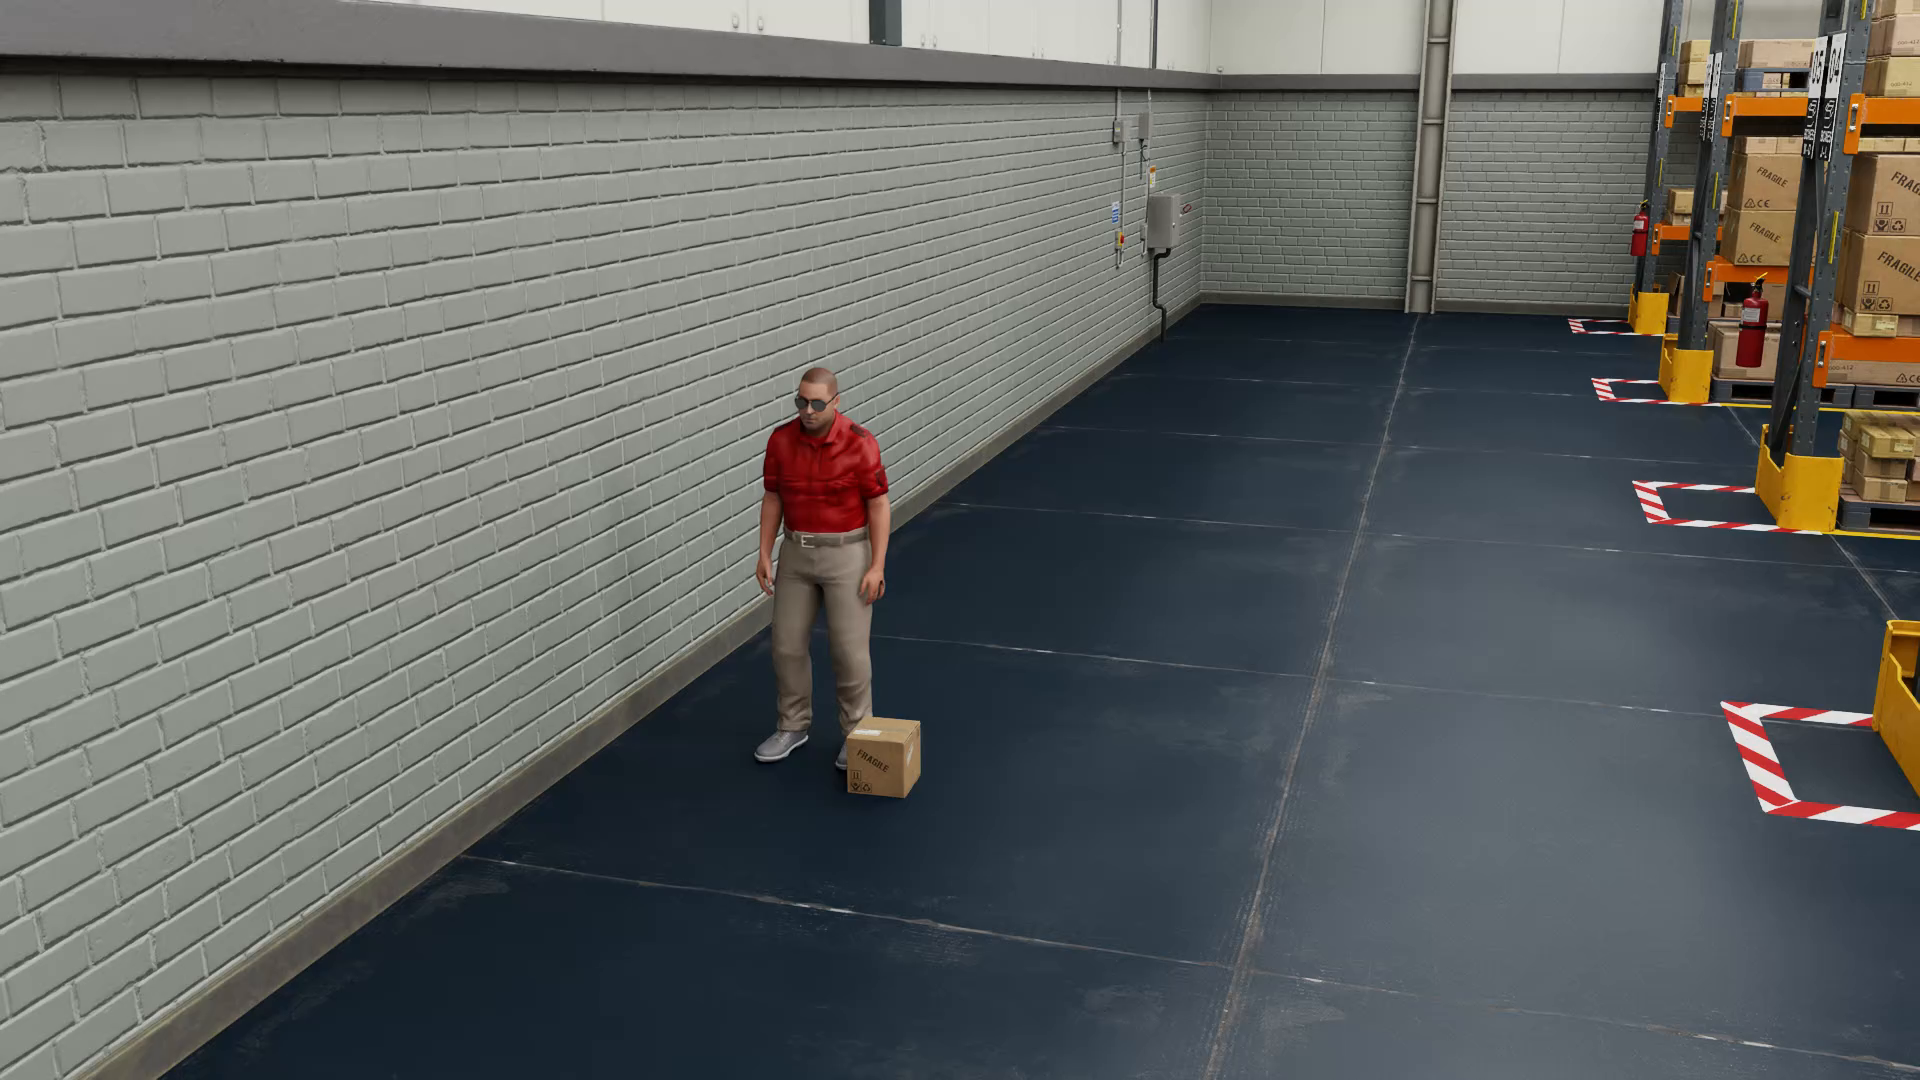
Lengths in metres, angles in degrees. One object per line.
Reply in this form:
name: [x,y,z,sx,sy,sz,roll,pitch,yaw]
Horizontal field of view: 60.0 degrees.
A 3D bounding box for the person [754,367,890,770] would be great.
person: [-0.588,0.111,7.126,0.585,1.727,0.391,4,16,16]
